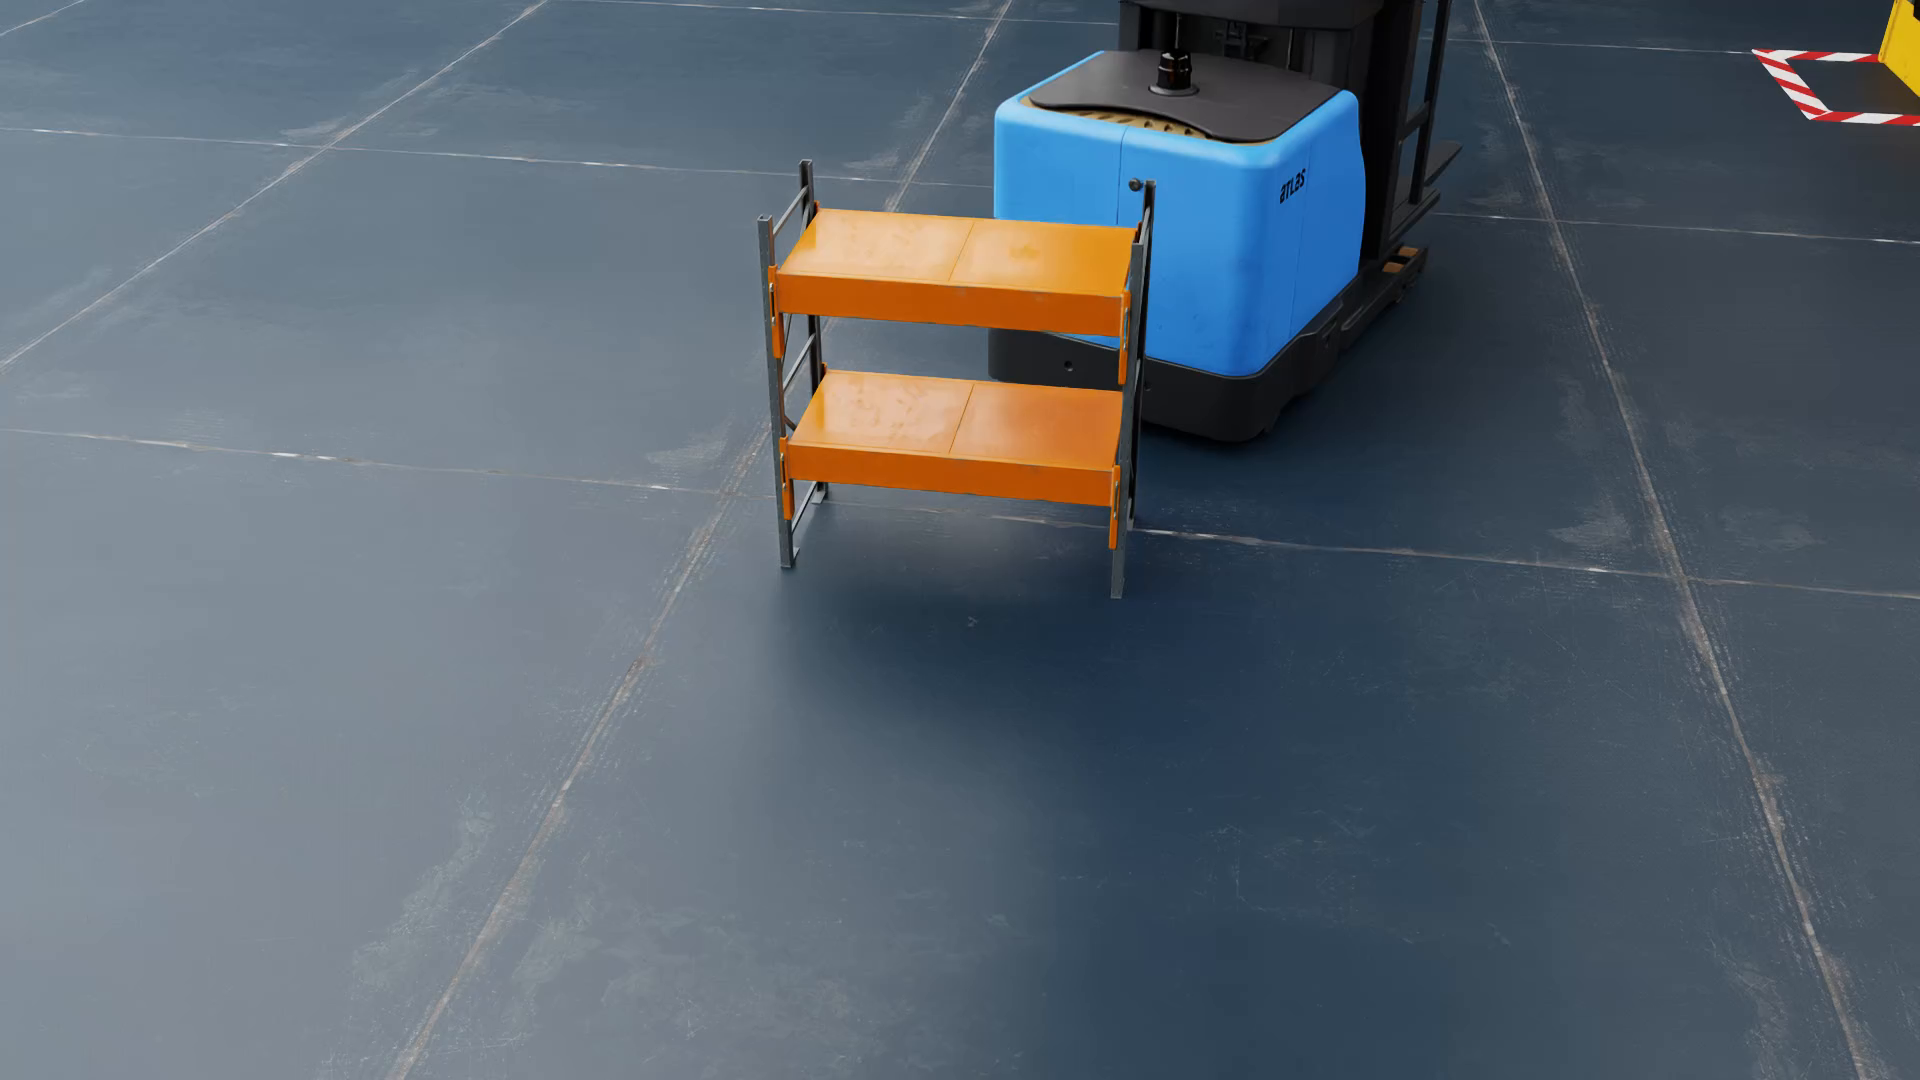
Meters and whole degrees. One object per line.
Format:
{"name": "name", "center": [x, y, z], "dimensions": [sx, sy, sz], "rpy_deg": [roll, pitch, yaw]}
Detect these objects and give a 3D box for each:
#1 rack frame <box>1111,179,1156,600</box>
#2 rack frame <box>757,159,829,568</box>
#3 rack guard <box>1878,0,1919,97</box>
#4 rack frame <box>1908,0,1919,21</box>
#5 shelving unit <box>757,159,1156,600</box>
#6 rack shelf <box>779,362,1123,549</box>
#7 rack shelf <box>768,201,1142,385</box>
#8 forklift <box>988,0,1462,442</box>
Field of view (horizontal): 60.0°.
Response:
{"name": "rack frame", "center": [0.508, -0.431, 4.878], "dimensions": [0.032, 1.125, 0.500], "rpy_deg": [5, 32, 8]}
{"name": "rack frame", "center": [-0.494, -0.522, 5.023], "dimensions": [0.032, 1.125, 0.500], "rpy_deg": [5, 32, 8]}
{"name": "rack guard", "center": [5.464, -2.741, 9.157], "dimensions": [0.348, 0.500, 1.175], "rpy_deg": [5, 32, 8]}
{"name": "rack frame", "center": [5.381, -3.782, 8.466], "dimensions": [0.127, 3.000, 1.000], "rpy_deg": [5, 32, 8]}
{"name": "shelving unit", "center": [0.007, -0.476, 4.951], "dimensions": [1.048, 1.125, 0.538], "rpy_deg": [5, 32, 8]}
{"name": "rack shelf", "center": [0.007, -0.269, 5.080], "dimensions": [1.000, 0.278, 0.538], "rpy_deg": [5, 32, 8]}
{"name": "rack shelf", "center": [0.007, -0.724, 4.795], "dimensions": [1.000, 0.278, 0.538], "rpy_deg": [5, 32, 8]}
{"name": "forklift", "center": [1.291, -2.325, 6.201], "dimensions": [1.130, 2.935, 3.031], "rpy_deg": [18, 36, 26]}
